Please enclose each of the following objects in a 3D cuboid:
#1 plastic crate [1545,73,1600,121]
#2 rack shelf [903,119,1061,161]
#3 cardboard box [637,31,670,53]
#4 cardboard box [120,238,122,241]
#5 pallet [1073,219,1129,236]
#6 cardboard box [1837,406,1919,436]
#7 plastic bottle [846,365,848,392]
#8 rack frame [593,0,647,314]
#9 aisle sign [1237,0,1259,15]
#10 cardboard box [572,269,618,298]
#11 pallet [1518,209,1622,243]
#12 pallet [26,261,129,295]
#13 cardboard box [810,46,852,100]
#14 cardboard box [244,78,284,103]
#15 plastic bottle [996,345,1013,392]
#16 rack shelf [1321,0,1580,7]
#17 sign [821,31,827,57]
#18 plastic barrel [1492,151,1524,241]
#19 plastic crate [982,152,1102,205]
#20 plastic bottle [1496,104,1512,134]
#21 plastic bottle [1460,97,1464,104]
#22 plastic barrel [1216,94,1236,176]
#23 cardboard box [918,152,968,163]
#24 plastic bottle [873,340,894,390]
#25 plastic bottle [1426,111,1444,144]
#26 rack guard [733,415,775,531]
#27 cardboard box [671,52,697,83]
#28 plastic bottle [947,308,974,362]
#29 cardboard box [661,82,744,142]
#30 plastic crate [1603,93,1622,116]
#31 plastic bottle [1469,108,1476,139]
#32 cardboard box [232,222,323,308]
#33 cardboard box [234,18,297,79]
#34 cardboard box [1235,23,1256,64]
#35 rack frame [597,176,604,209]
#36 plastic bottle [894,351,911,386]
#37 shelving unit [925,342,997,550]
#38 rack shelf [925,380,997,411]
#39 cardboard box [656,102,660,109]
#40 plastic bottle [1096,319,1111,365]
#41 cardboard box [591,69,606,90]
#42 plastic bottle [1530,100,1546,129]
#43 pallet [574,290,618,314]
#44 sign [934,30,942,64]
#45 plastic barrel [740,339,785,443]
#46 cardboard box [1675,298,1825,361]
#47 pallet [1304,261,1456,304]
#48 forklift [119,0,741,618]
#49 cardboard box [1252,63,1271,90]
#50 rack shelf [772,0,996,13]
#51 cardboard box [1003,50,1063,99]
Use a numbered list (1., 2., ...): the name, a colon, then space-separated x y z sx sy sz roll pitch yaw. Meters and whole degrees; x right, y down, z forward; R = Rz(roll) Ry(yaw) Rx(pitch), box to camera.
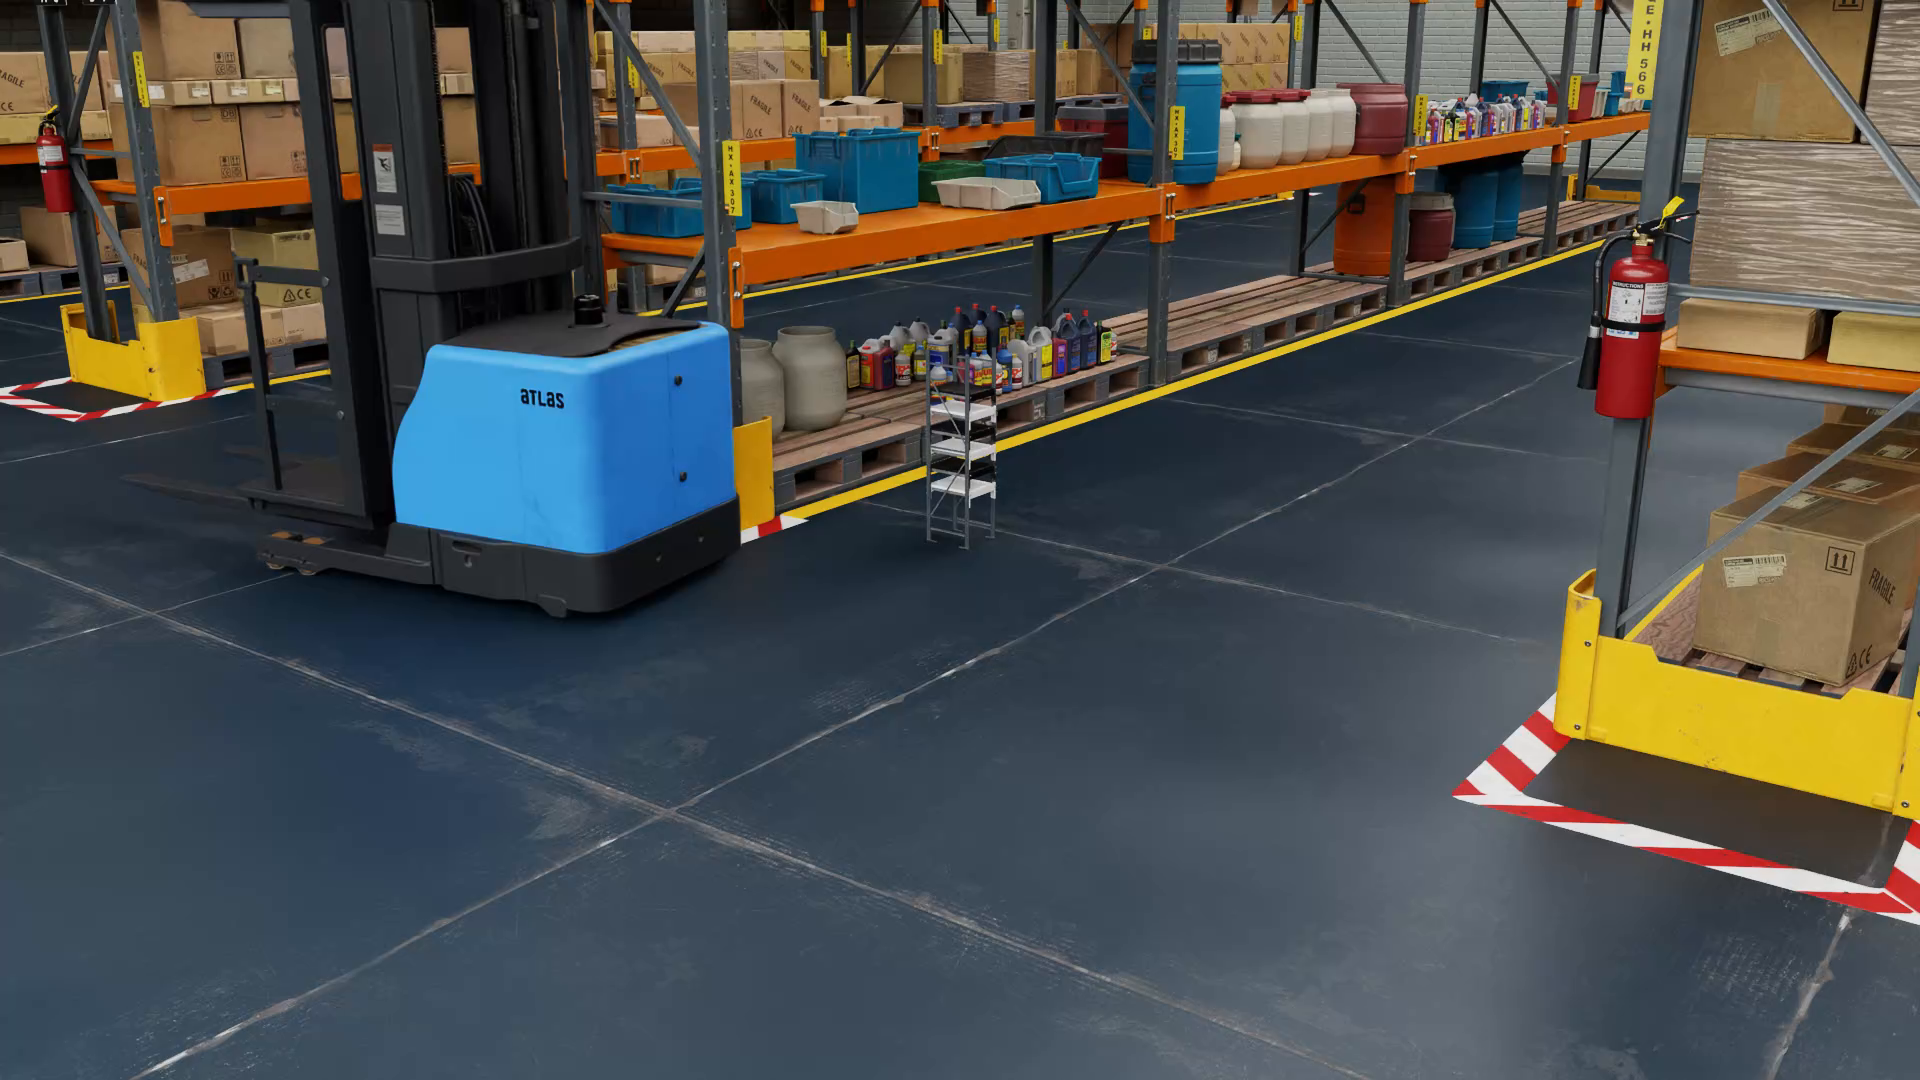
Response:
1. plastic crate: 6.429 -4.664 17.494 0.402 0.464 0.583 12 21 35
2. rack shelf: 0.529 -4.492 18.365 1.077 0.370 4.000 12 21 35
3. cardboard box: -3.847 -5.982 19.981 0.500 0.250 0.500 12 21 34
4. cardboard box: -7.996 -2.752 15.615 0.380 0.149 0.250 10 20 30
5. pallet: 1.266 -3.780 19.560 1.003 0.211 1.213 12 21 35
6. cardboard box: 3.995 -0.274 7.076 0.500 0.500 0.500 10 20 30
7. plastic bottle: -0.712 -0.966 9.775 0.097 0.201 0.097 0 17 0
8. rack frame: -3.046 -3.407 13.656 1.000 3.000 0.127 12 21 35
9. aisle sign: 3.908 -7.575 22.694 0.394 0.787 0.004 12 21 35
10. cardboard box: -3.147 -2.145 13.522 0.500 0.250 0.500 12 21 35
11. pallet: 6.829 -3.578 18.910 1.003 0.211 1.213 12 21 35
12. pallet: -8.125 -2.492 15.411 1.003 0.211 1.213 12 21 35
13. cardboard box: -1.924 -6.456 22.970 0.980 0.700 0.700 13 21 36
14. cardboard box: -4.718 -2.990 11.050 0.380 0.149 0.250 13 21 35
15. plastic bottle: 0.261 -1.016 9.815 0.097 0.271 0.097 0 17 0
16. rack shelf: 4.504 -5.049 15.099 1.077 0.370 4.000 12 21 35
17. sign: -1.819 -6.608 22.147 0.100 0.325 0.005 12 21 35
18. plastic barrel: 5.358 -3.508 16.812 0.600 0.901 0.708 12 21 35
19. plastic crate: 0.488 -2.148 9.854 0.499 0.251 0.616 12 21 35
20. plastic bottle: 5.122 -3.987 15.733 0.152 0.276 0.135 12 21 35
21. plastic bottle: 5.055 -4.337 16.847 0.061 0.283 0.133 12 21 35
22. plastic barrel: 1.676 -2.785 11.424 0.433 0.535 0.433 0 17 0
23. cardboard box: -0.264 -4.012 17.815 0.500 0.250 0.500 13 22 37
24. plastic bottle: -0.454 -1.042 9.880 0.061 0.283 0.133 12 21 35
25. plastic bottle: 4.106 -3.580 14.424 0.152 0.276 0.135 12 21 35
26. rack guard: -1.446 -0.411 8.223 1.175 0.500 0.348 12 21 35
27. cardboard box: -3.533 -5.745 20.482 0.500 0.500 0.500 12 21 34
28. plastic bottle: 0.003 -1.312 10.635 0.144 0.351 0.185 11 21 32
29. cardboard box: -2.262 -3.760 14.625 0.500 0.500 0.500 14 22 39
30. plastic crate: 7.062 -4.803 18.334 0.416 0.233 0.300 12 21 35
31. plastic bottle: 4.609 -3.766 15.029 0.097 0.271 0.097 0 17 0
32. cardboard box: -4.635 -1.907 11.492 0.500 0.500 0.500 12 21 35
33. cardboard box: -4.801 -3.369 11.179 0.700 0.500 0.500 12 21 33
34. cardboard box: 3.454 -6.391 21.411 0.500 0.500 0.500 13 22 36
35. rack frame: -4.644 -5.234 19.540 1.000 3.000 0.127 12 21 35
36. plastic bottle: -0.346 -1.037 10.002 0.097 0.201 0.097 0 17 0
37. shelving unit: 0.005 -0.432 7.617 0.258 0.900 0.210 12 21 35
38. rack shelf: 0.005 -0.658 7.546 0.258 0.077 0.200 12 21 35
39. cardboard box: -3.827 -5.350 20.302 0.380 0.149 0.250 12 21 34
40. plastic bottle: 0.908 -1.271 10.616 0.061 0.283 0.133 14 22 37
41. cardboard box: -3.036 -3.662 13.215 0.380 0.149 0.250 12 21 35
42. plastic bottle: 5.721 -4.226 16.503 0.152 0.276 0.135 12 21 35
43. pallet: -3.554 -1.893 13.484 1.003 0.211 1.213 12 21 35
44. sign: -0.215 -4.815 16.239 0.100 0.325 0.005 12 21 35
45. plastic barrel: -1.123 -0.761 8.622 0.421 0.512 0.421 0 17 0
46. cardboard box: 2.528 -0.687 5.322 0.380 0.149 0.250 12 21 35
47. pallet: 3.749 -2.347 14.945 1.003 0.211 1.213 12 21 35
48. forklift: -2.524 -1.372 7.220 3.031 2.935 1.130 8 19 25
49. cardboard box: 3.749 -6.034 21.947 0.500 0.500 0.500 13 21 35
50. rack shelf: -1.069 -7.752 23.804 1.077 0.370 4.000 12 21 35
51. cardboard box: 0.717 -5.129 18.325 0.700 0.500 0.500 7 19 21
